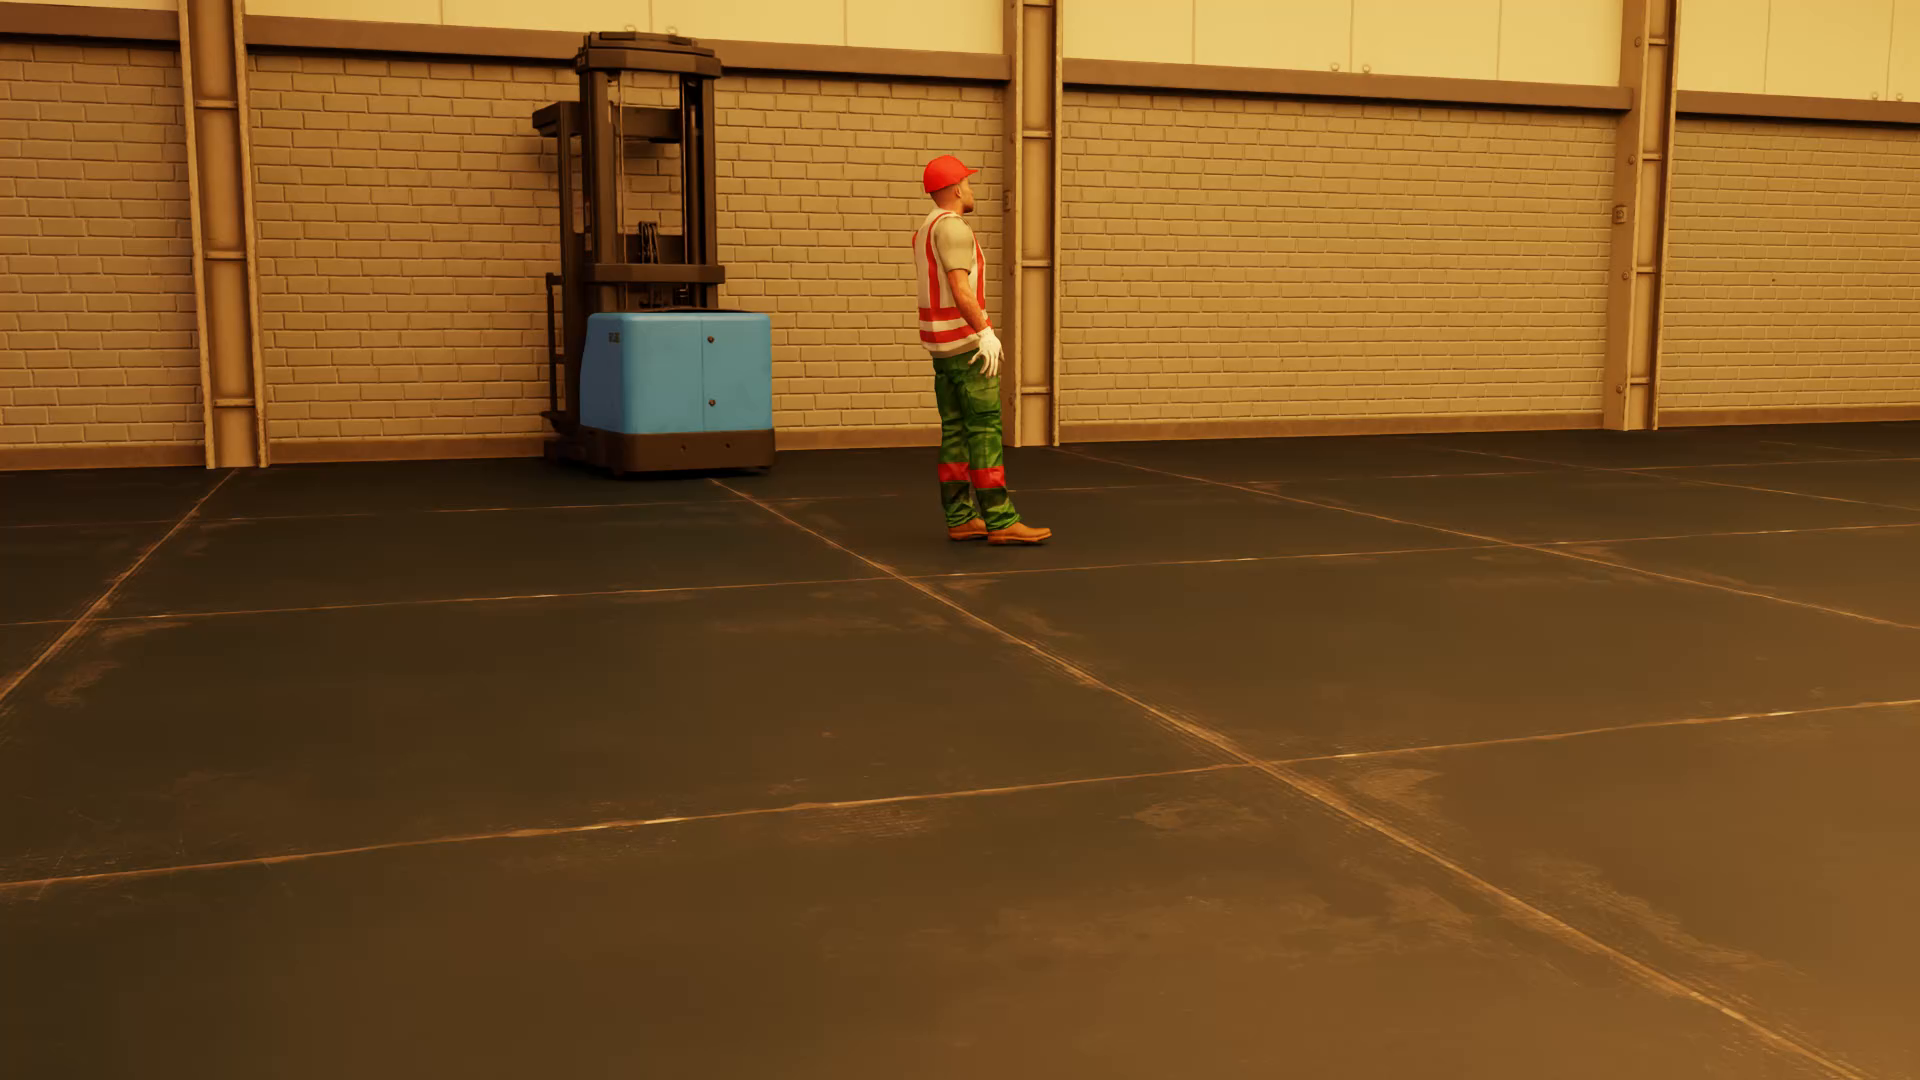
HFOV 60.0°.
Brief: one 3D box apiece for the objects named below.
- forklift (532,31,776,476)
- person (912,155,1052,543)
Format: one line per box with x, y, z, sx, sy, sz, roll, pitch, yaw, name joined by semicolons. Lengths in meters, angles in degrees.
-2.379;-2.021;11.908;1.130;2.935;3.031;-4;9;-29;forklift
0.081;-0.896;7.816;0.562;1.790;0.637;-3;8;-18;person
